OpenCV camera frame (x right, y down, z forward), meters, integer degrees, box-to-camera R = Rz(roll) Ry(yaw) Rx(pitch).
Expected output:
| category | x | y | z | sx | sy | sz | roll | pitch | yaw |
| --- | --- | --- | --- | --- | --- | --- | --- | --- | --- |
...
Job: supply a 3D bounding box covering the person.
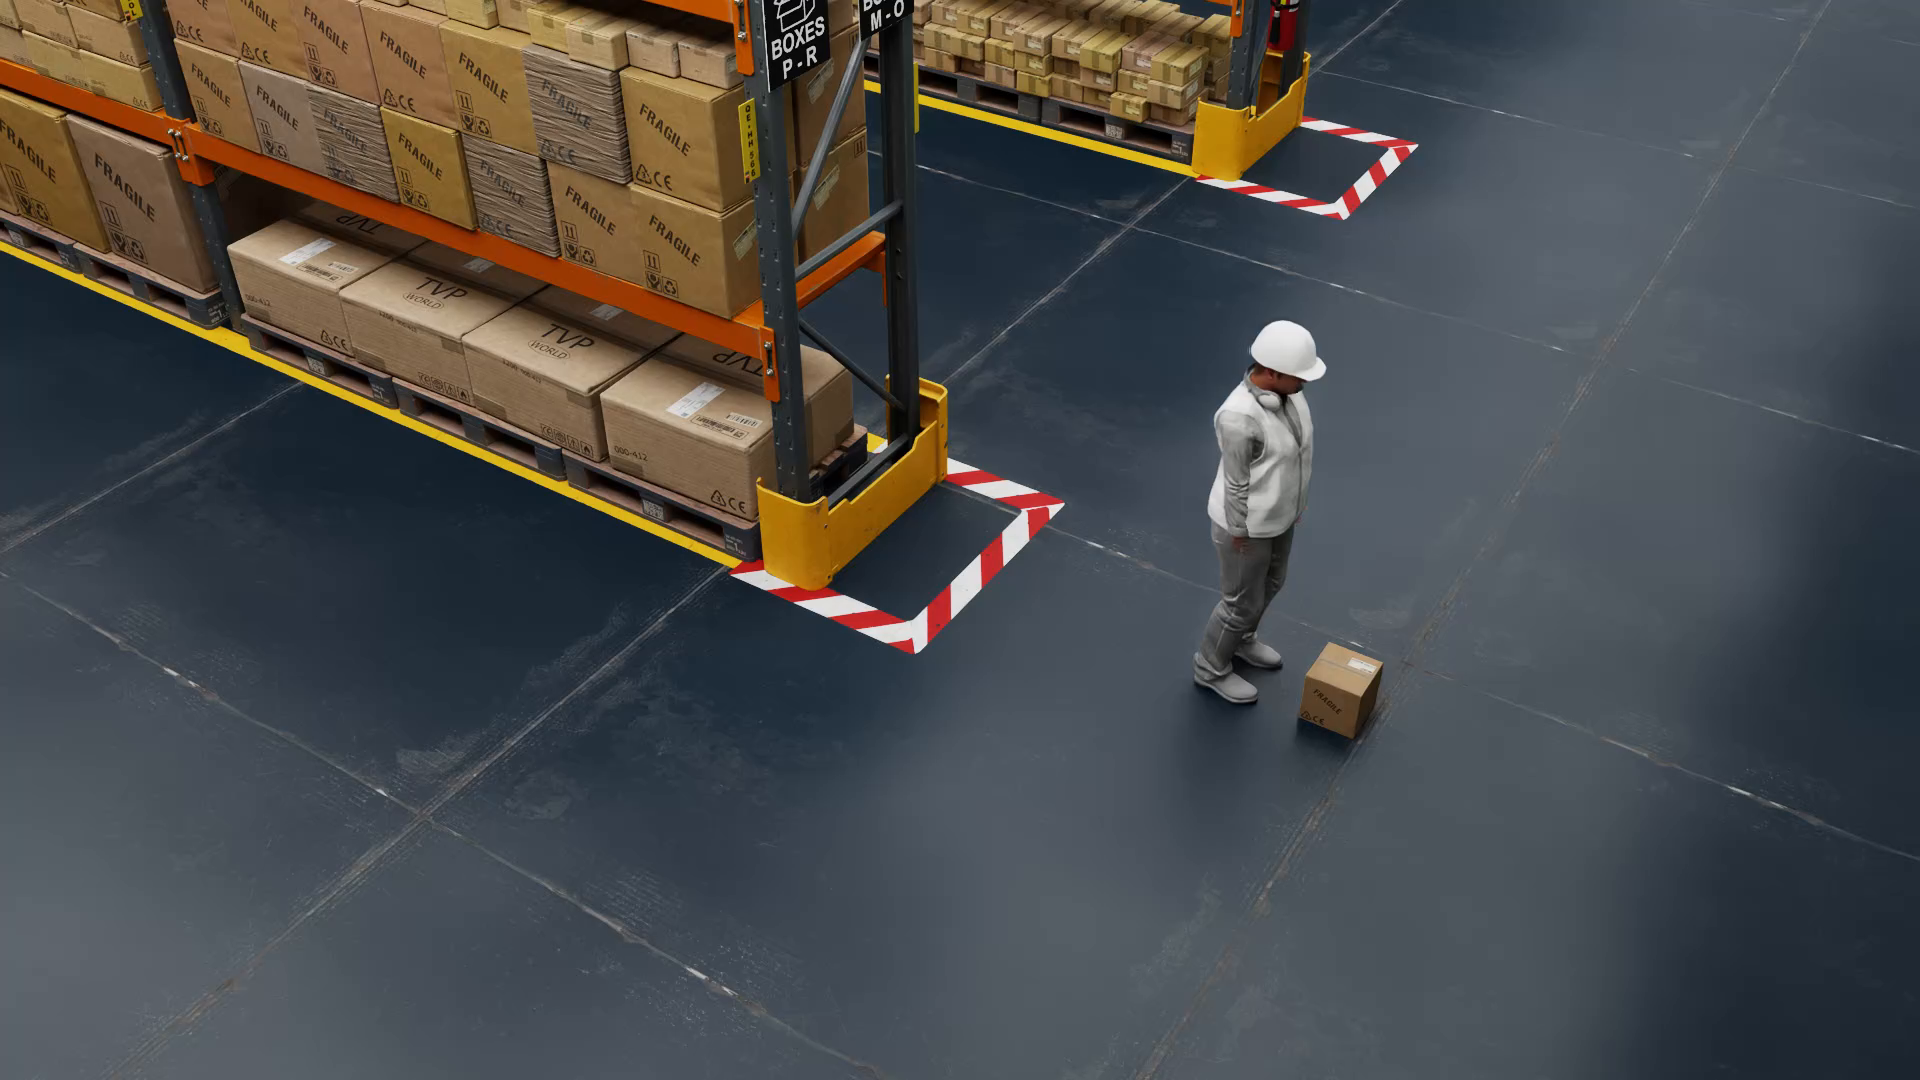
| category | x | y | z | sx | sy | sz | roll | pitch | yaw |
| --- | --- | --- | --- | --- | --- | --- | --- | --- | --- |
| person | 1.226 | -0.127 | 6.834 | 0.356 | 1.767 | 0.534 | 22 | 43 | 26 |
